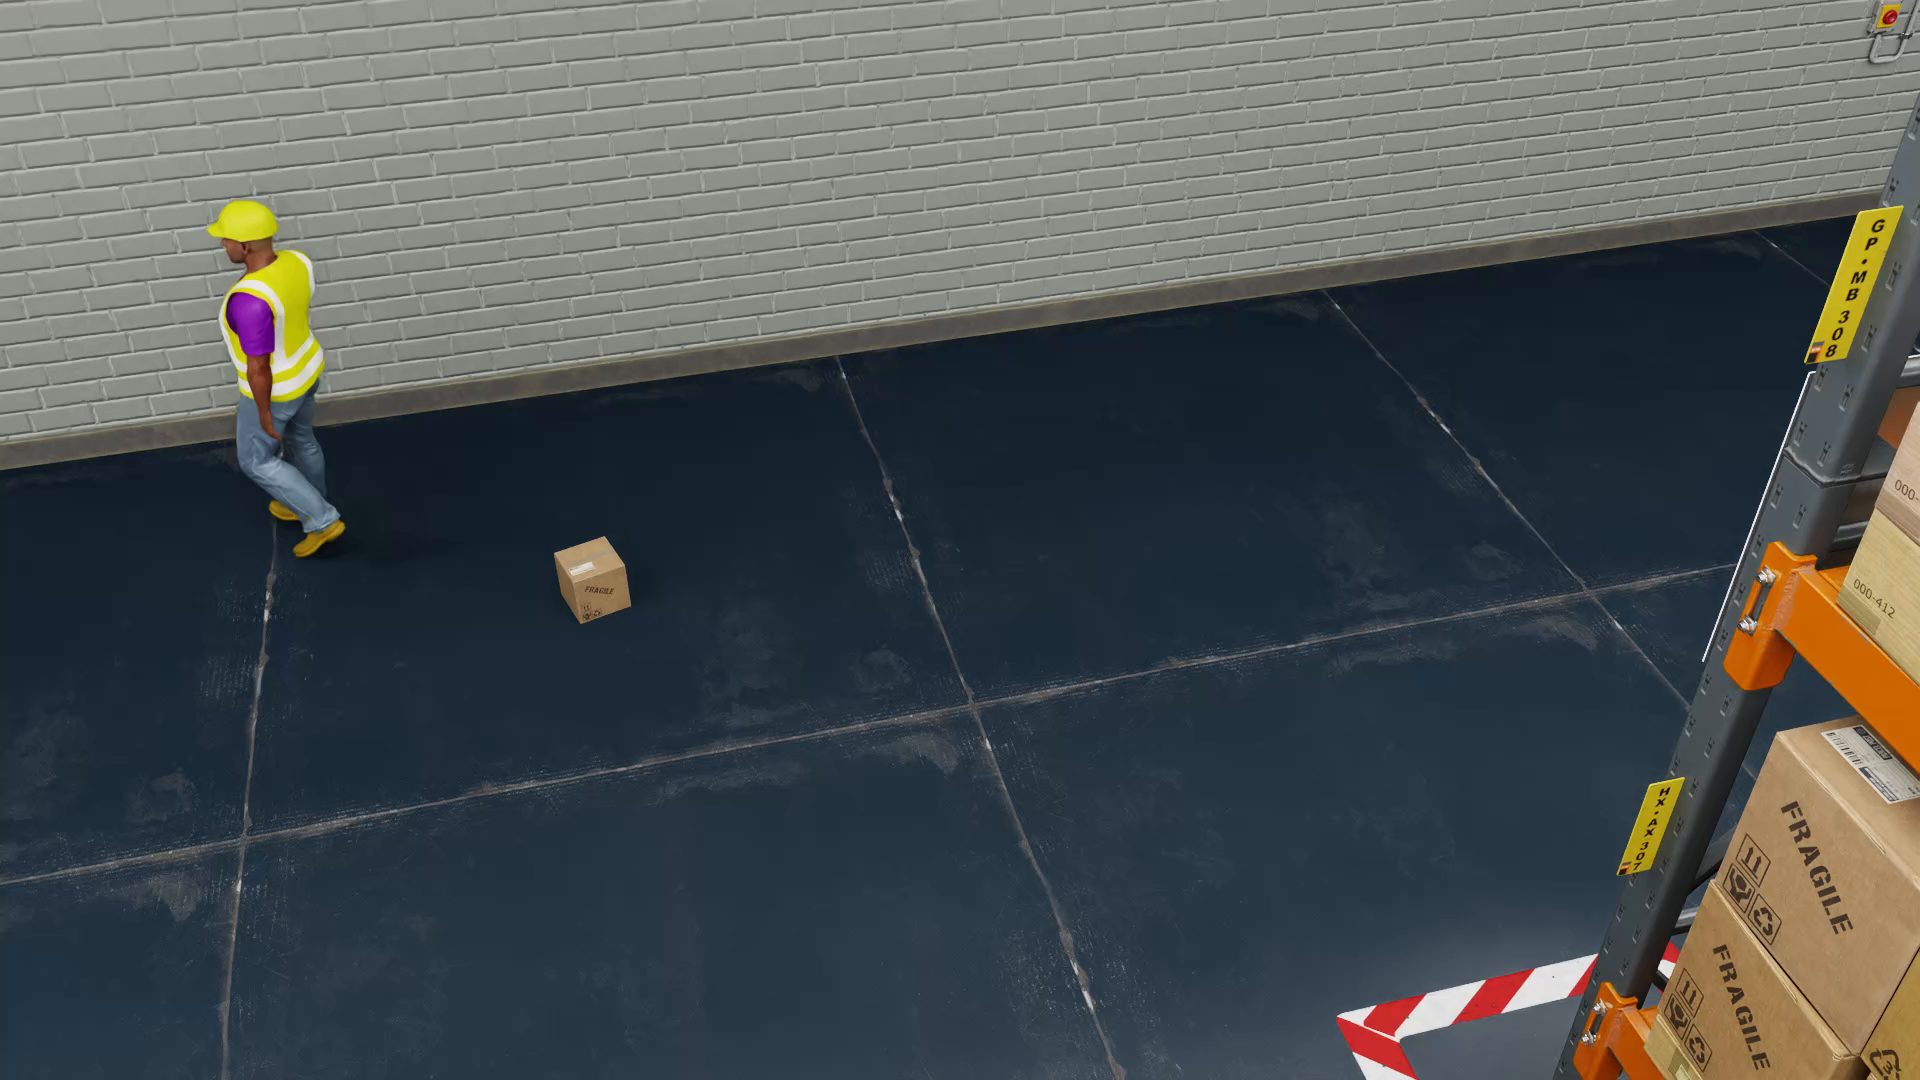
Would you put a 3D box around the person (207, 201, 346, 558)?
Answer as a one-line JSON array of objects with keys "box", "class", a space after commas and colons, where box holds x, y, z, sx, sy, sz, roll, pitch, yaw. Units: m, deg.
[{"box": [-3.173, -0.742, 7.621, 0.544, 1.767, 0.592, 6, 38, 7], "class": "person"}]
